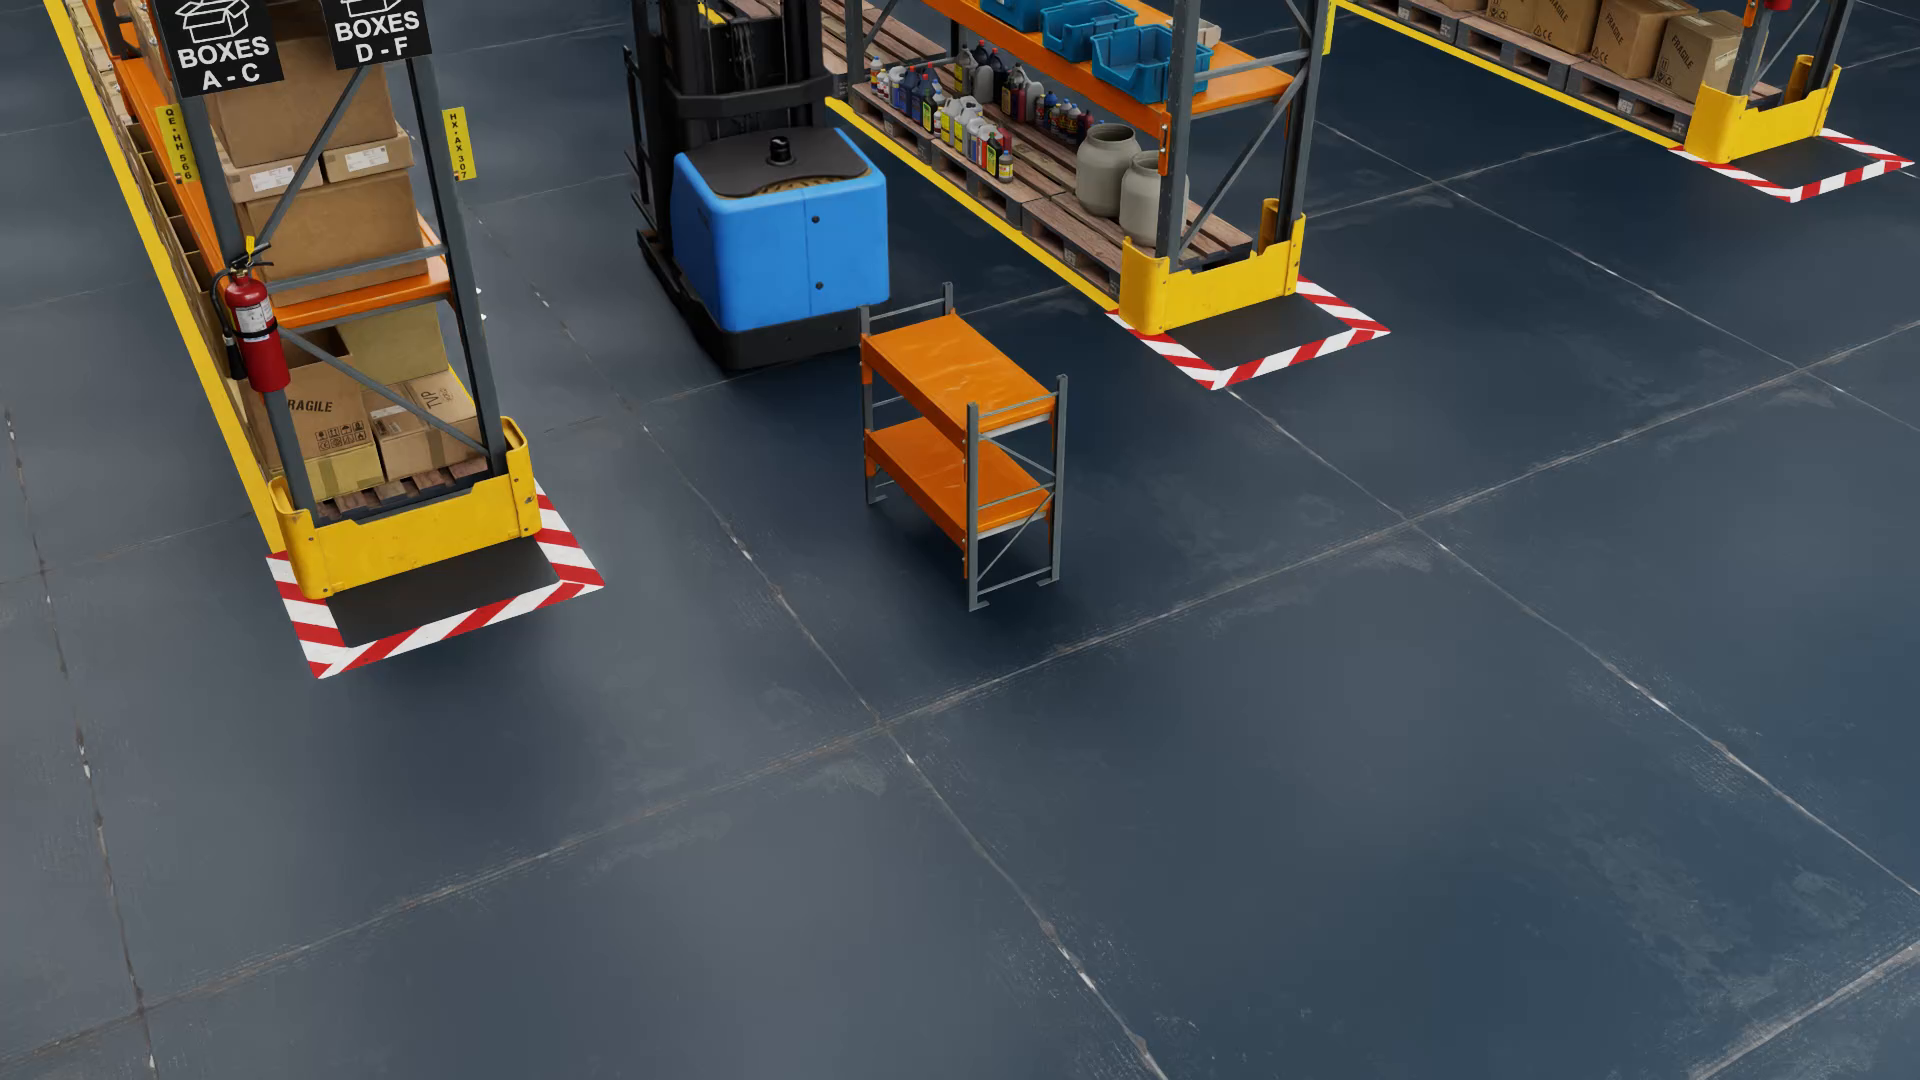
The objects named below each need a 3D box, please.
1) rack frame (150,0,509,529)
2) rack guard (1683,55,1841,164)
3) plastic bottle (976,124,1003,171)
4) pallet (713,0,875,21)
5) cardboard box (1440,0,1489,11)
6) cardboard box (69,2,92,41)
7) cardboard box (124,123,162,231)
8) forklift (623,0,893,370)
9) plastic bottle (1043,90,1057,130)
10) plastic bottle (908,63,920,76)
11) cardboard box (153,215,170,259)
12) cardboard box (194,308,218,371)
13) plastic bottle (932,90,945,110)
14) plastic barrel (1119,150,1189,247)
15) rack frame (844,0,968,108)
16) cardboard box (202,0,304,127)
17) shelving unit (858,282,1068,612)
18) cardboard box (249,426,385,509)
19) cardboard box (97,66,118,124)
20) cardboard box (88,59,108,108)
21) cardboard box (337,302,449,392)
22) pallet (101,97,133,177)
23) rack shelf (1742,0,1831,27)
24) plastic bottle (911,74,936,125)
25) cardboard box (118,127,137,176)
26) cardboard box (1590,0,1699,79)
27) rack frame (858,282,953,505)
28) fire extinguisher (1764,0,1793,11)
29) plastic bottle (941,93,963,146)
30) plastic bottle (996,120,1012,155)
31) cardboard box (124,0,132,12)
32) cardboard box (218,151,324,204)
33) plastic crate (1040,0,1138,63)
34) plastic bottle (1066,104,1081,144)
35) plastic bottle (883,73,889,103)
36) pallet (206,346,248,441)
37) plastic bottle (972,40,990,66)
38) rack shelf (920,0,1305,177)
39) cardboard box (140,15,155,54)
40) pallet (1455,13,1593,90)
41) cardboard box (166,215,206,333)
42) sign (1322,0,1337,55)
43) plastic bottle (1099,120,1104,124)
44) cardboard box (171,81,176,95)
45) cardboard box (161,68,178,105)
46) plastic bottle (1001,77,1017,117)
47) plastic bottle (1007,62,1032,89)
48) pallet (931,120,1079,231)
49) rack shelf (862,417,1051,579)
[{"bbox_3d":[-2.675,-1.187,7.332,1.000,3.000,0.127,-19,40,-24],"label":"rack frame"},{"bbox_3d":[5.854,-3.150,12.138,1.175,0.500,0.348,-19,40,-24],"label":"rack guard"},{"bbox_3d":[0.205,-2.674,11.304,0.152,0.276,0.135,-19,40,-24],"label":"plastic bottle"},{"bbox_3d":[-1.445,-4.578,14.339,1.003,0.211,1.213,-19,40,-24],"label":"pallet"},{"bbox_3d":[4.343,-4.815,14.062,0.500,0.500,0.500,-7,37,-9],"label":"cardboard box"},{"bbox_3d":[-6.414,-3.933,12.591,0.500,0.311,0.500,-20,41,-25],"label":"cardboard box"},{"bbox_3d":[-4.723,-2.259,10.140,0.500,0.500,0.500,-19,40,-24],"label":"cardboard box"},{"bbox_3d":[-1.440,-3.014,9.892,1.130,2.935,3.031,-14,38,-19],"label":"forklift"},{"bbox_3d":[0.644,-3.075,11.857,0.097,0.271,0.097,0,36,0],"label":"plastic bottle"},{"bbox_3d":[-0.341,-3.356,12.232,0.061,0.283,0.133,-19,40,-24],"label":"plastic bottle"},{"bbox_3d":[-4.714,-1.959,10.365,0.500,0.250,0.500,-19,40,-24],"label":"cardboard box"},{"bbox_3d":[-3.964,-1.193,9.316,0.500,0.250,0.500,-19,40,-24],"label":"cardboard box"},{"bbox_3d":[-0.152,-3.074,11.855,0.097,0.271,0.097,0,36,0],"label":"plastic bottle"},{"bbox_3d":[1.213,-2.130,10.377,0.421,0.512,0.421,0,36,0],"label":"plastic barrel"},{"bbox_3d":[-0.400,-4.692,12.132,1.000,3.000,0.127,-19,40,-24],"label":"rack frame"},{"bbox_3d":[-3.194,-2.286,7.653,0.700,0.500,0.500,-20,41,-25],"label":"cardboard box"},{"bbox_3d":[-0.003,-0.458,7.923,0.538,1.125,1.048,-19,40,-24],"label":"shelving unit"},{"bbox_3d":[-3.200,-0.432,8.273,0.500,0.250,0.500,-19,40,-24],"label":"cardboard box"},{"bbox_3d":[-5.652,-3.152,11.523,0.500,0.311,0.500,-19,40,-24],"label":"cardboard box"},{"bbox_3d":[-6.166,-3.452,12.409,0.500,0.250,0.500,-20,41,-25],"label":"cardboard box"},{"bbox_3d":[-3.005,-1.143,8.611,0.500,0.500,0.500,-19,40,-24],"label":"cardboard box"},{"bbox_3d":[-5.706,-3.088,12.298,1.003,0.211,1.213,-19,40,-24],"label":"pallet"},{"bbox_3d":[4.887,-4.850,12.957,1.077,0.370,4.000,-19,40,-24],"label":"rack shelf"},{"bbox_3d":[-0.259,-3.170,11.919,0.144,0.351,0.185,-21,41,-26],"label":"plastic bottle"},{"bbox_3d":[-5.396,-2.670,11.337,0.500,0.250,0.500,-20,40,-25],"label":"cardboard box"},{"bbox_3d":[5.263,-3.899,12.808,0.500,0.500,0.500,-9,37,-12],"label":"cardboard box"},{"bbox_3d":[-0.259,-0.717,8.278,0.500,1.125,0.032,-19,40,-24],"label":"rack frame"},{"bbox_3d":[5.551,-3.894,11.104,0.296,0.674,0.183,-19,40,-24],"label":"fire extinguisher"},{"bbox_3d":[-0.045,-2.953,11.623,0.144,0.351,0.185,-19,40,-24],"label":"plastic bottle"},{"bbox_3d":[0.297,-2.708,11.345,0.061,0.283,0.133,-19,40,-24],"label":"plastic bottle"},{"bbox_3d":[-4.460,-3.075,9.283,0.380,0.149,0.250,-20,41,-25],"label":"cardboard box"},{"bbox_3d":[-3.032,-1.627,7.300,0.380,0.149,0.250,-20,40,-25],"label":"cardboard box"},{"bbox_3d":[0.778,-3.092,10.066,0.499,0.251,0.408,-19,40,-24],"label":"plastic crate"},{"bbox_3d":[0.796,-2.920,11.645,0.097,0.271,0.097,0,36,0],"label":"plastic bottle"},{"bbox_3d":[-0.517,-3.344,12.285,0.097,0.201,0.097,0,36,0],"label":"plastic bottle"},{"bbox_3d":[-3.705,-1.060,9.522,1.003,0.211,1.213,-19,40,-24],"label":"pallet"},{"bbox_3d":[0.173,-3.557,12.450,0.144,0.351,0.185,-20,41,-25],"label":"plastic bottle"},{"bbox_3d":[0.605,-3.382,10.947,1.077,0.370,4.000,-19,40,-24],"label":"rack shelf"},{"bbox_3d":[-4.066,-2.678,8.739,0.380,0.149,0.250,-20,41,-25],"label":"cardboard box"},{"bbox_3d":[4.867,-4.079,13.656,1.003,0.211,1.213,-19,40,-24],"label":"pallet"},{"bbox_3d":[-3.967,-1.495,9.093,0.500,0.500,0.500,-19,40,-24],"label":"cardboard box"},{"bbox_3d":[2.087,-2.925,9.477,0.100,0.325,0.005,-19,40,-24],"label":"sign"},{"bbox_3d":[0.968,-2.745,11.406,0.097,0.271,0.097,0,36,0],"label":"plastic bottle"},{"bbox_3d":[-3.684,-2.287,8.204,0.380,0.149,0.250,-18,40,-23],"label":"cardboard box"},{"bbox_3d":[-3.937,-2.518,9.070,0.700,0.500,0.500,-18,40,-23],"label":"cardboard box"},{"bbox_3d":[0.356,-3.224,12.051,0.061,0.283,0.133,-19,40,-24],"label":"plastic bottle"},{"bbox_3d":[0.431,-3.295,12.091,0.144,0.351,0.185,-19,40,-24],"label":"plastic bottle"},{"bbox_3d":[0.518,-2.589,11.615,1.003,0.211,1.213,-19,40,-24],"label":"pallet"},{"bbox_3d":[-0.003,-0.260,8.067,0.538,0.278,1.000,-19,40,-24],"label":"rack shelf"}]
